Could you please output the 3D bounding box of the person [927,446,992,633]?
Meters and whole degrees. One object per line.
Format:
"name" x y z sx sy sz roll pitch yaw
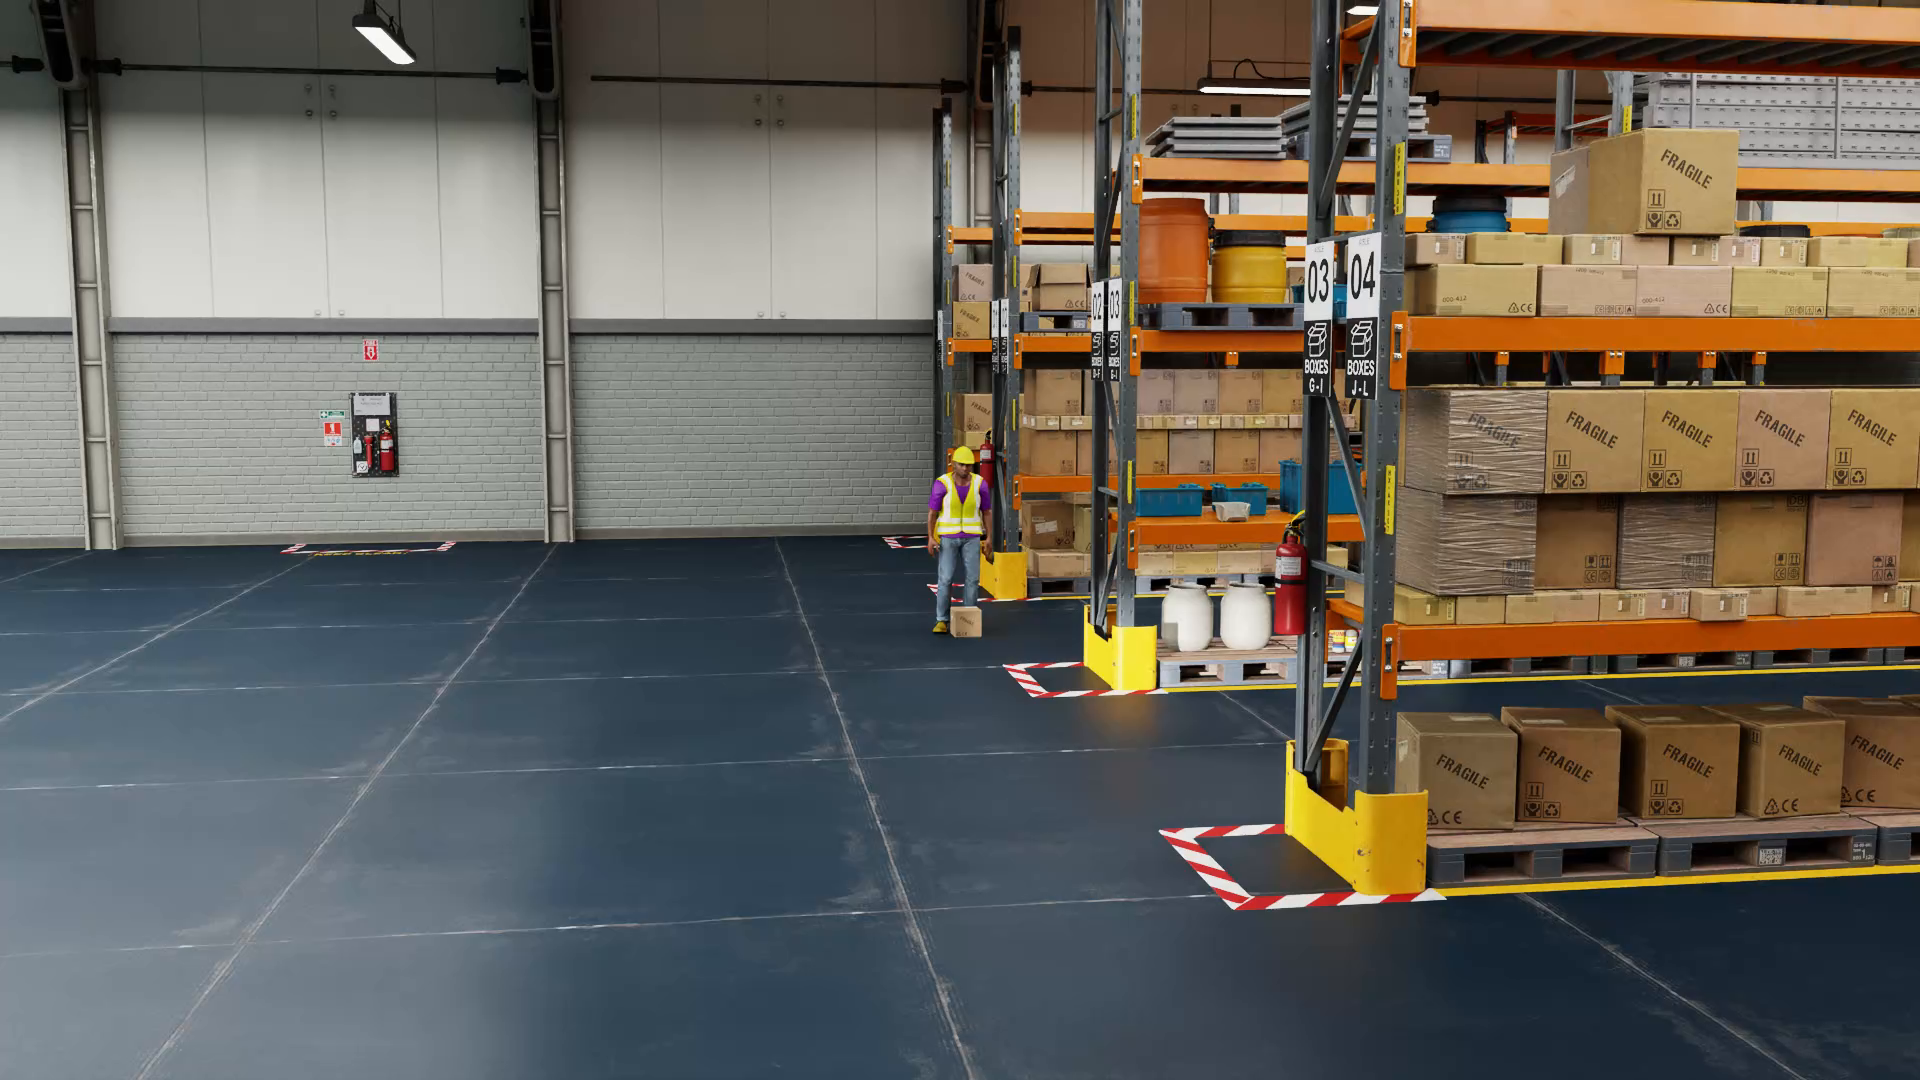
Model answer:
"person" 0.002 -0.008 15.714 0.628 1.757 0.454 -1 7 -8
